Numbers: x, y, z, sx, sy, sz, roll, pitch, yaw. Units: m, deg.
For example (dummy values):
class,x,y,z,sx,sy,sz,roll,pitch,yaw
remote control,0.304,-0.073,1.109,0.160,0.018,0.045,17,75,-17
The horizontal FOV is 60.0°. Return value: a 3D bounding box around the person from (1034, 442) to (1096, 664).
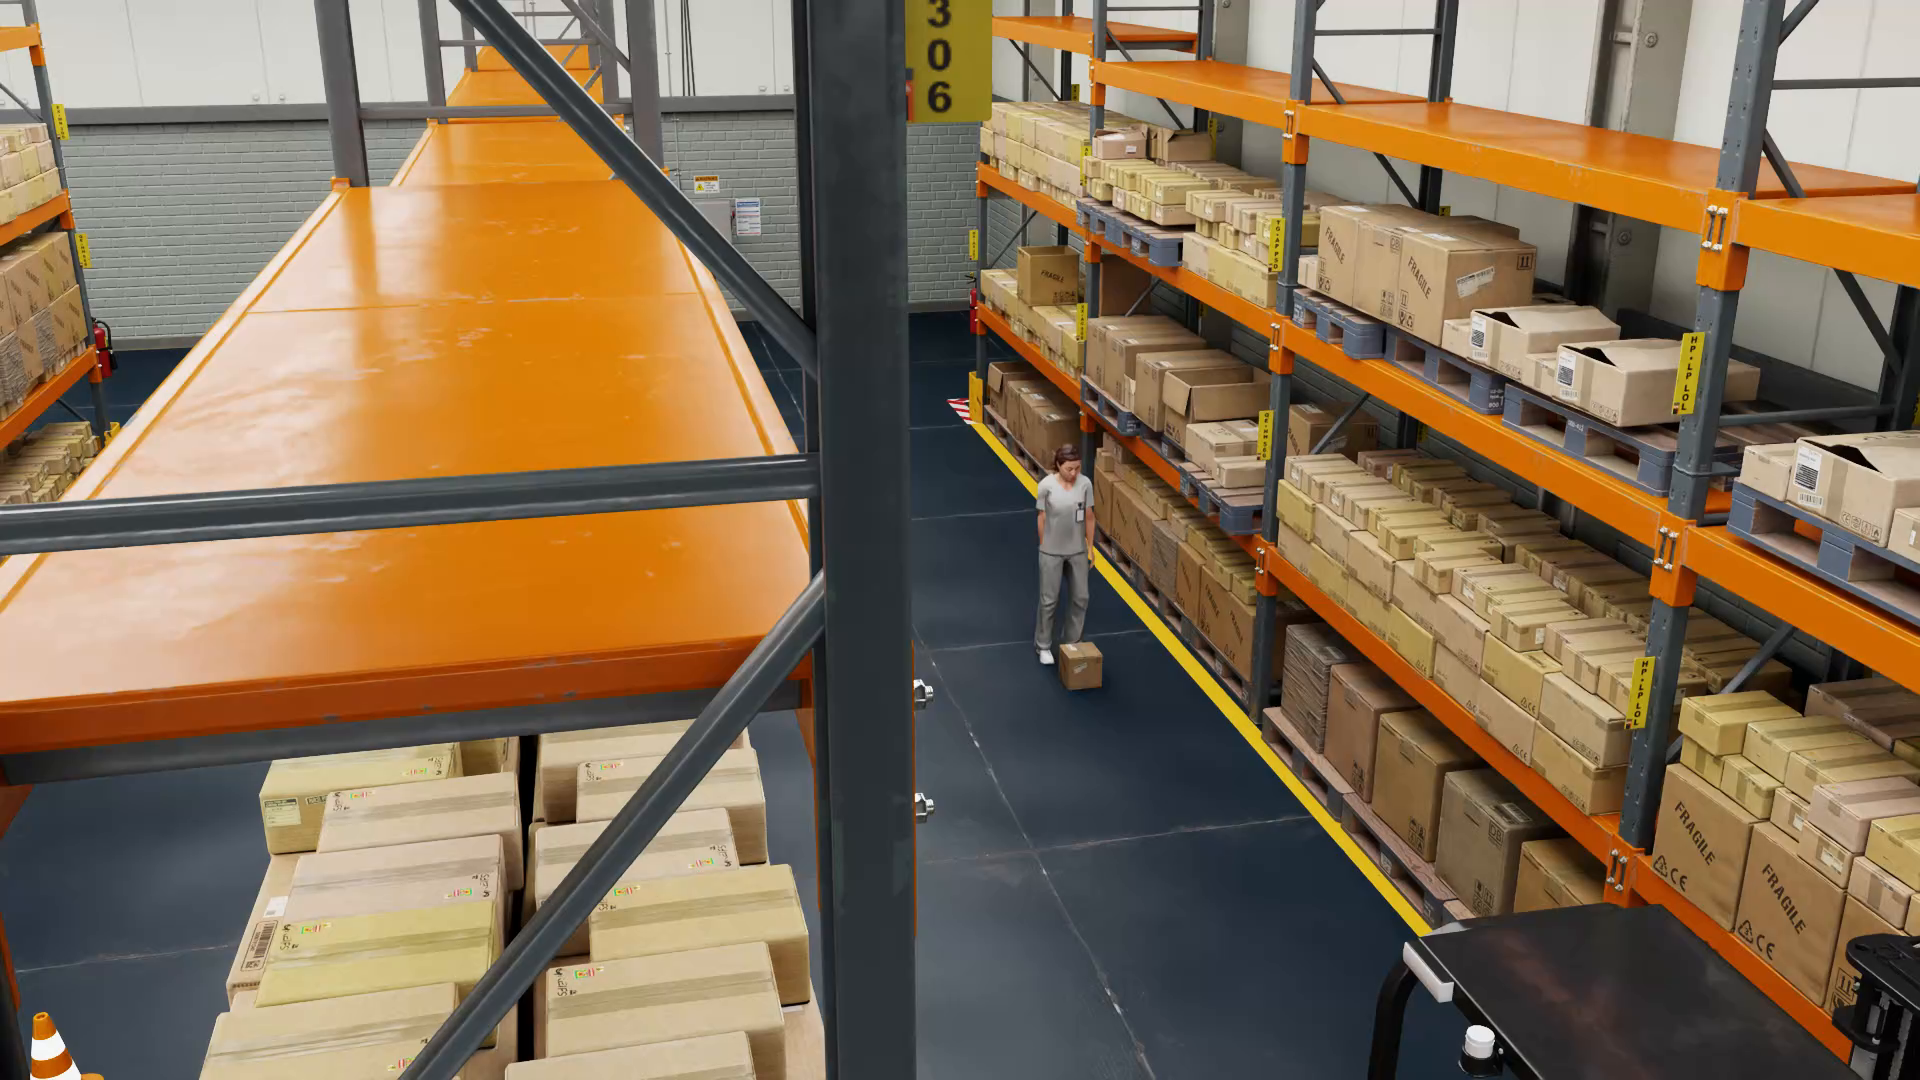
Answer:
class,x,y,z,sx,sy,sz,roll,pitch,yaw
person,0.768,0.087,12.157,0.445,1.653,0.355,-4,20,-12
